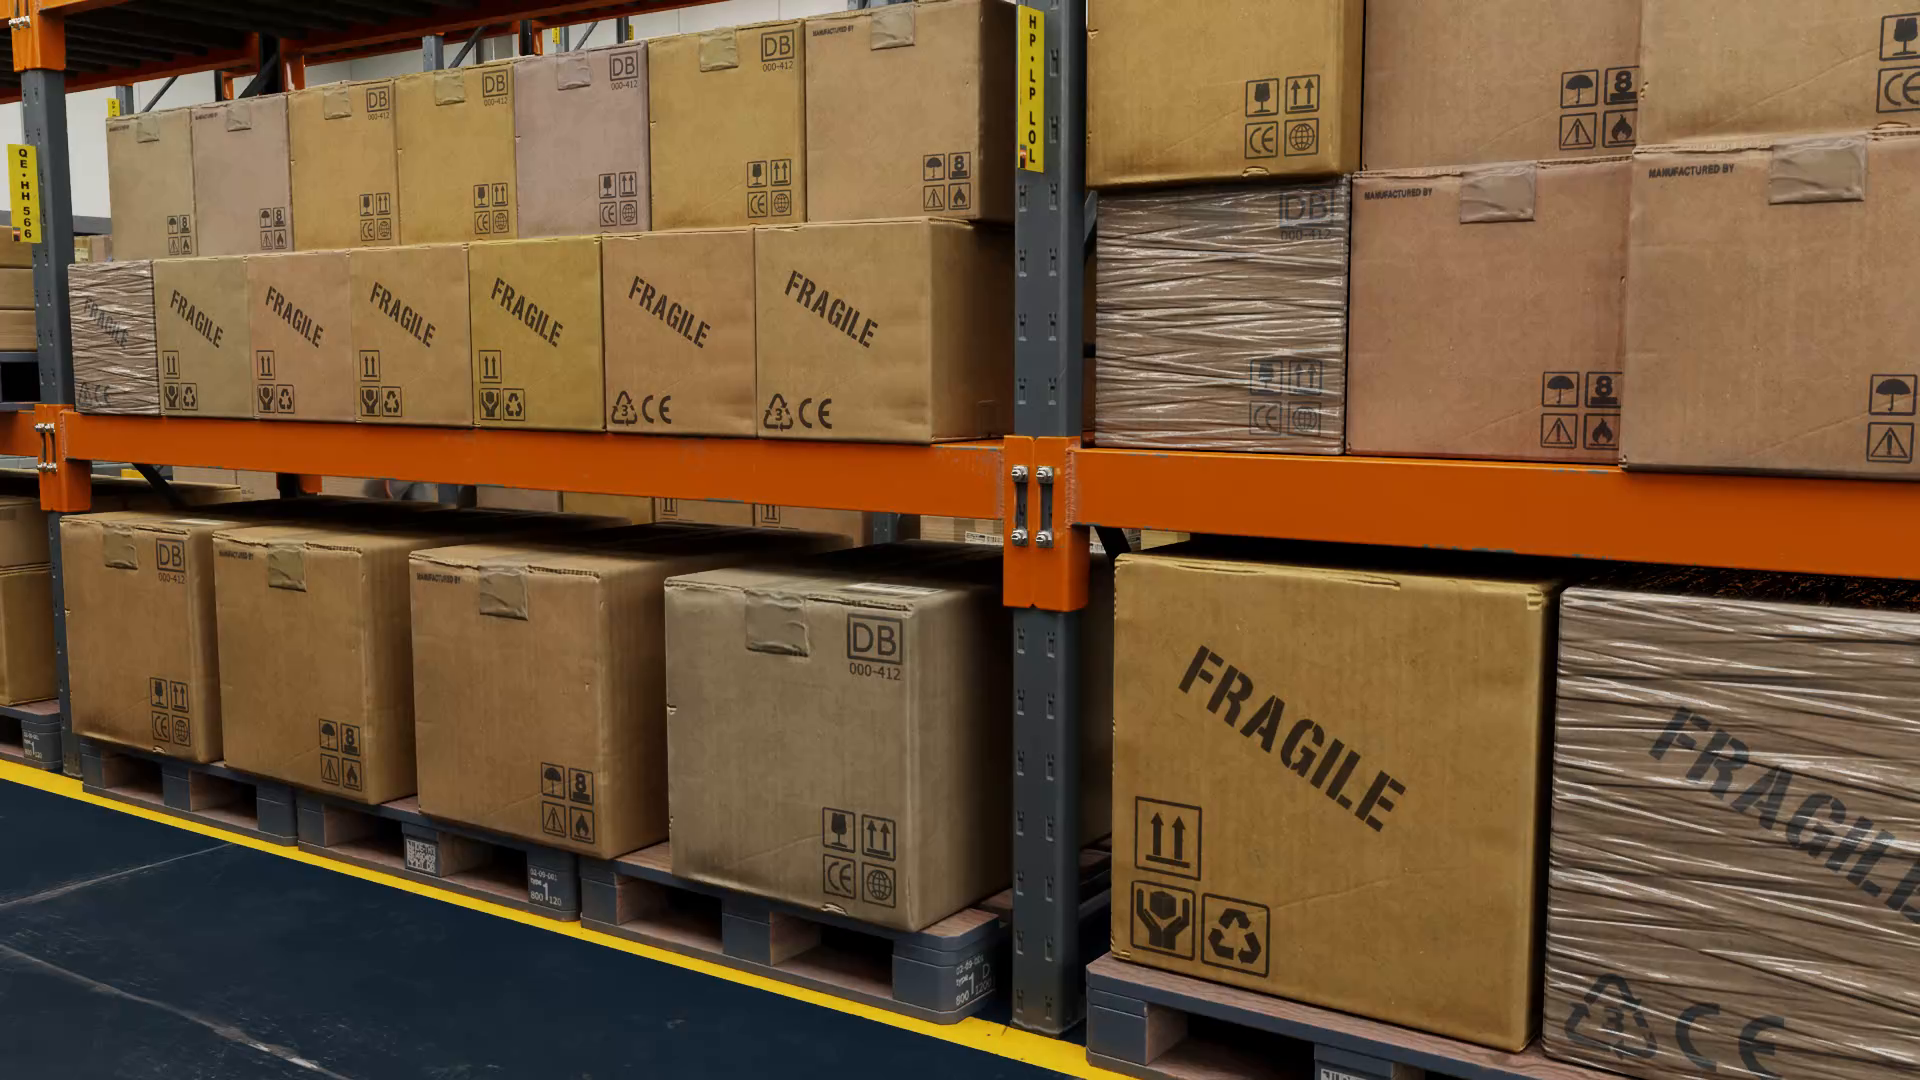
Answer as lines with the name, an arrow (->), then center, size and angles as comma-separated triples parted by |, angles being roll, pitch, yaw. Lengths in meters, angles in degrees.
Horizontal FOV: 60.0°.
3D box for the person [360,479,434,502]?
person -> -3.017, -0.362, 9.022 | 0.473, 1.657, 0.442 | 3, 7, 28
